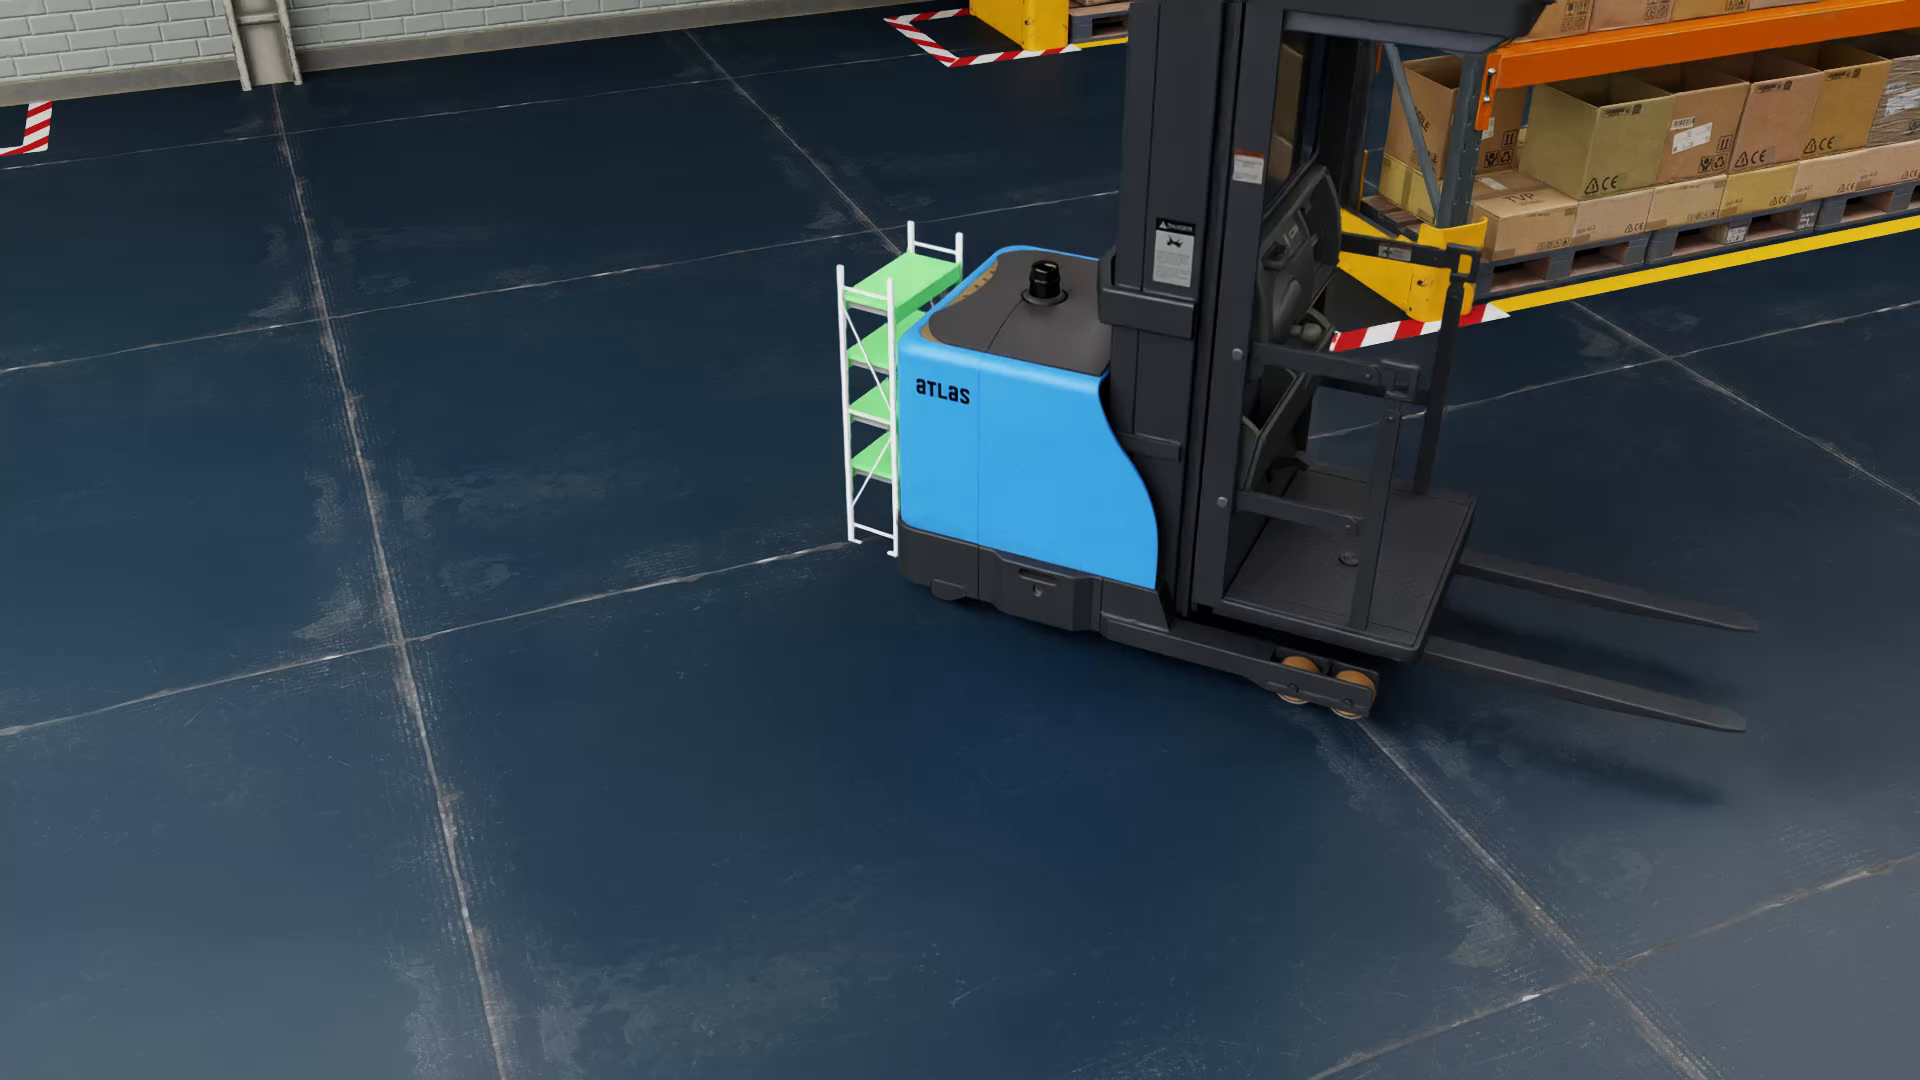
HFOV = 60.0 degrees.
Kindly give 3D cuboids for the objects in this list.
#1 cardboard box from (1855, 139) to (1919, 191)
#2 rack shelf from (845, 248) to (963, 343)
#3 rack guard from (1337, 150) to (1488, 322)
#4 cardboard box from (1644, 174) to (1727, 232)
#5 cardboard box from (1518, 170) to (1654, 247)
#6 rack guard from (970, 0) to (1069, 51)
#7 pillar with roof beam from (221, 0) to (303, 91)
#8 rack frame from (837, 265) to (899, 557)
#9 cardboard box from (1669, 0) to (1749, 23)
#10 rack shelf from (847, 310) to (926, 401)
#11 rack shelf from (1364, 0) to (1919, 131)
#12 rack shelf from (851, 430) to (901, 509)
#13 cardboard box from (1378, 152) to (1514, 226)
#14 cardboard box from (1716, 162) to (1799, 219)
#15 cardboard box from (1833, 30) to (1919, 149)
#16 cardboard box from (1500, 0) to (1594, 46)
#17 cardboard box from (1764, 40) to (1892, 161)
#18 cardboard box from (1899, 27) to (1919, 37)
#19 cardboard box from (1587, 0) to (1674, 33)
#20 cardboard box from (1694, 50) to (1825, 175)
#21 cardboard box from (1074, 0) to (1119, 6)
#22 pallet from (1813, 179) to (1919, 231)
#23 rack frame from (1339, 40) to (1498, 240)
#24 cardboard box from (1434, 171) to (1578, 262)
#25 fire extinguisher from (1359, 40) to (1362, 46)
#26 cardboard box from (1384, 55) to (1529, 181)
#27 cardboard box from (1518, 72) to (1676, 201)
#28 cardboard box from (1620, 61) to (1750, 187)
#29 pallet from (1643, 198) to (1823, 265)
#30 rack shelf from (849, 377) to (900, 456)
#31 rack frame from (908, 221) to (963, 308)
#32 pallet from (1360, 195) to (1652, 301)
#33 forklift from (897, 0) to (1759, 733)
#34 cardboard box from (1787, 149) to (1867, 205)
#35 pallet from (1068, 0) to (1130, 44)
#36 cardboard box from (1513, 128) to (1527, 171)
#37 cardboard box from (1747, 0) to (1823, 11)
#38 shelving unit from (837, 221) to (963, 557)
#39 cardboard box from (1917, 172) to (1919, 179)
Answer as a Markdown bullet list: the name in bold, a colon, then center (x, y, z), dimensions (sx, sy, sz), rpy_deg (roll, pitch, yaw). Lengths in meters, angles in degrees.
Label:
- **cardboard box**: center (5.171, -2.247, 9.589), dimensions (0.500, 0.250, 0.500), rpy_deg (-13, 35, -19)
- **rack shelf**: center (-0.221, -0.933, 6.322), dimensions (0.258, 0.148, 0.480), rpy_deg (18, 37, 25)
- **rack guard**: center (2.269, -1.635, 8.804), dimensions (0.348, 0.500, 1.175), rpy_deg (-13, 35, -19)
- **cardboard box**: center (3.792, -1.925, 9.095), dimensions (0.500, 0.250, 0.500), rpy_deg (-13, 35, -19)
- **cardboard box**: center (3.331, -1.820, 8.933), dimensions (0.500, 0.250, 0.500), rpy_deg (-13, 35, -19)
- **rack guard**: center (0.440, -4.146, 12.664), dimensions (0.348, 0.500, 1.175), rpy_deg (-13, 35, -19)
- **pillar with roof beam**: center (-3.185, -4.844, 5.943), dimensions (0.400, 9.000, 9.100), rpy_deg (-13, 35, -19)
- **rack frame**: center (-0.345, -0.470, 6.373), dimensions (0.240, 1.200, 0.015), rpy_deg (18, 37, 25)
- **cardboard box**: center (3.669, -3.037, 8.575), dimensions (0.500, 0.500, 0.700), rpy_deg (-13, 35, -19)
- **rack shelf**: center (-0.221, -0.732, 6.452), dimensions (0.258, 0.148, 0.480), rpy_deg (18, 37, 25)
- **rack shelf**: center (4.135, -2.808, 8.975), dimensions (4.000, 0.370, 1.077), rpy_deg (-13, 35, -19)
- **rack shelf**: center (-0.221, -0.330, 6.714), dimensions (0.258, 0.148, 0.480), rpy_deg (18, 37, 25)
- **cardboard box**: center (2.671, -1.973, 9.168), dimensions (0.500, 0.250, 0.500), rpy_deg (-13, 35, -19)
- **cardboard box**: center (4.255, -2.028, 9.253), dimensions (0.500, 0.250, 0.500), rpy_deg (-13, 35, -19)
- **cardboard box**: center (5.171, -2.562, 9.386), dimensions (0.500, 0.500, 0.500), rpy_deg (-13, 35, -19)
- **cardboard box**: center (2.726, -2.822, 8.244), dimensions (0.500, 0.500, 0.700), rpy_deg (-13, 35, -19)
- **cardboard box**: center (4.711, -2.455, 9.221), dimensions (0.500, 0.500, 0.500), rpy_deg (-13, 35, -19)
- **cardboard box**: center (5.430, -2.929, 9.950), dimensions (0.500, 0.500, 0.500), rpy_deg (-13, 35, -19)
- **cardboard box**: center (3.209, -2.935, 8.419), dimensions (0.500, 0.500, 0.700), rpy_deg (-12, 35, -18)
- **cardboard box**: center (4.256, -2.342, 9.048), dimensions (0.500, 0.500, 0.500), rpy_deg (-13, 35, -19)
- **cardboard box**: center (1.043, -4.336, 12.726), dimensions (0.500, 0.311, 0.500), rpy_deg (-17, 37, -24)
- **pallet**: center (5.230, -2.216, 9.963), dimensions (1.213, 0.211, 1.003), rpy_deg (-13, 35, -19)
- **rack frame**: center (2.291, -2.688, 8.130), dimensions (0.127, 3.000, 1.000), rpy_deg (-13, 35, -19)
- **cardboard box**: center (2.872, -1.712, 8.768), dimensions (0.500, 0.250, 0.500), rpy_deg (-13, 35, -19)
- **fire extinguisher**: center (2.002, -2.864, 8.472), dimensions (0.183, 0.674, 0.296), rpy_deg (-13, 35, -19)
- **cardboard box**: center (2.670, -2.288, 8.965), dimensions (0.500, 0.500, 0.500), rpy_deg (-13, 35, -19)
- **cardboard box**: center (3.332, -2.133, 8.727), dimensions (0.500, 0.500, 0.500), rpy_deg (-13, 35, -19)
- **cardboard box**: center (3.788, -2.245, 8.899), dimensions (0.500, 0.500, 0.500), rpy_deg (-13, 35, -19)
- **pallet**: center (4.103, -1.957, 9.564), dimensions (1.213, 0.211, 1.003), rpy_deg (-13, 35, -19)
- **rack shelf**: center (-0.221, -0.531, 6.583), dimensions (0.258, 0.148, 0.480), rpy_deg (18, 37, 25)
- **rack frame**: center (-0.097, -0.699, 6.724), dimensions (0.240, 1.200, 0.015), rpy_deg (18, 37, 25)
- **pallet**: center (2.980, -1.701, 9.171), dimensions (1.213, 0.211, 1.003), rpy_deg (-13, 35, -19)
- **forklift**: center (1.319, -0.937, 5.503), dimensions (3.031, 2.935, 1.130), rpy_deg (14, 36, 21)
- **cardboard box**: center (4.716, -2.134, 9.416), dimensions (0.500, 0.250, 0.500), rpy_deg (-13, 35, -19)
- **pallet**: center (1.203, -4.179, 12.979), dimensions (1.213, 0.211, 1.003), rpy_deg (-13, 35, -19)
- **cardboard box**: center (3.127, -2.084, 9.339), dimensions (0.500, 0.250, 0.500), rpy_deg (-13, 35, -19)
- **cardboard box**: center (4.153, -3.150, 8.749), dimensions (0.500, 0.500, 0.700), rpy_deg (-12, 35, -18)
- **shelving unit**: center (-0.221, -0.585, 6.548), dimensions (0.258, 1.200, 0.503), rpy_deg (18, 37, 25)
- **cardboard box**: center (5.636, -2.348, 9.744), dimensions (0.500, 0.250, 0.500), rpy_deg (-13, 35, -19)
